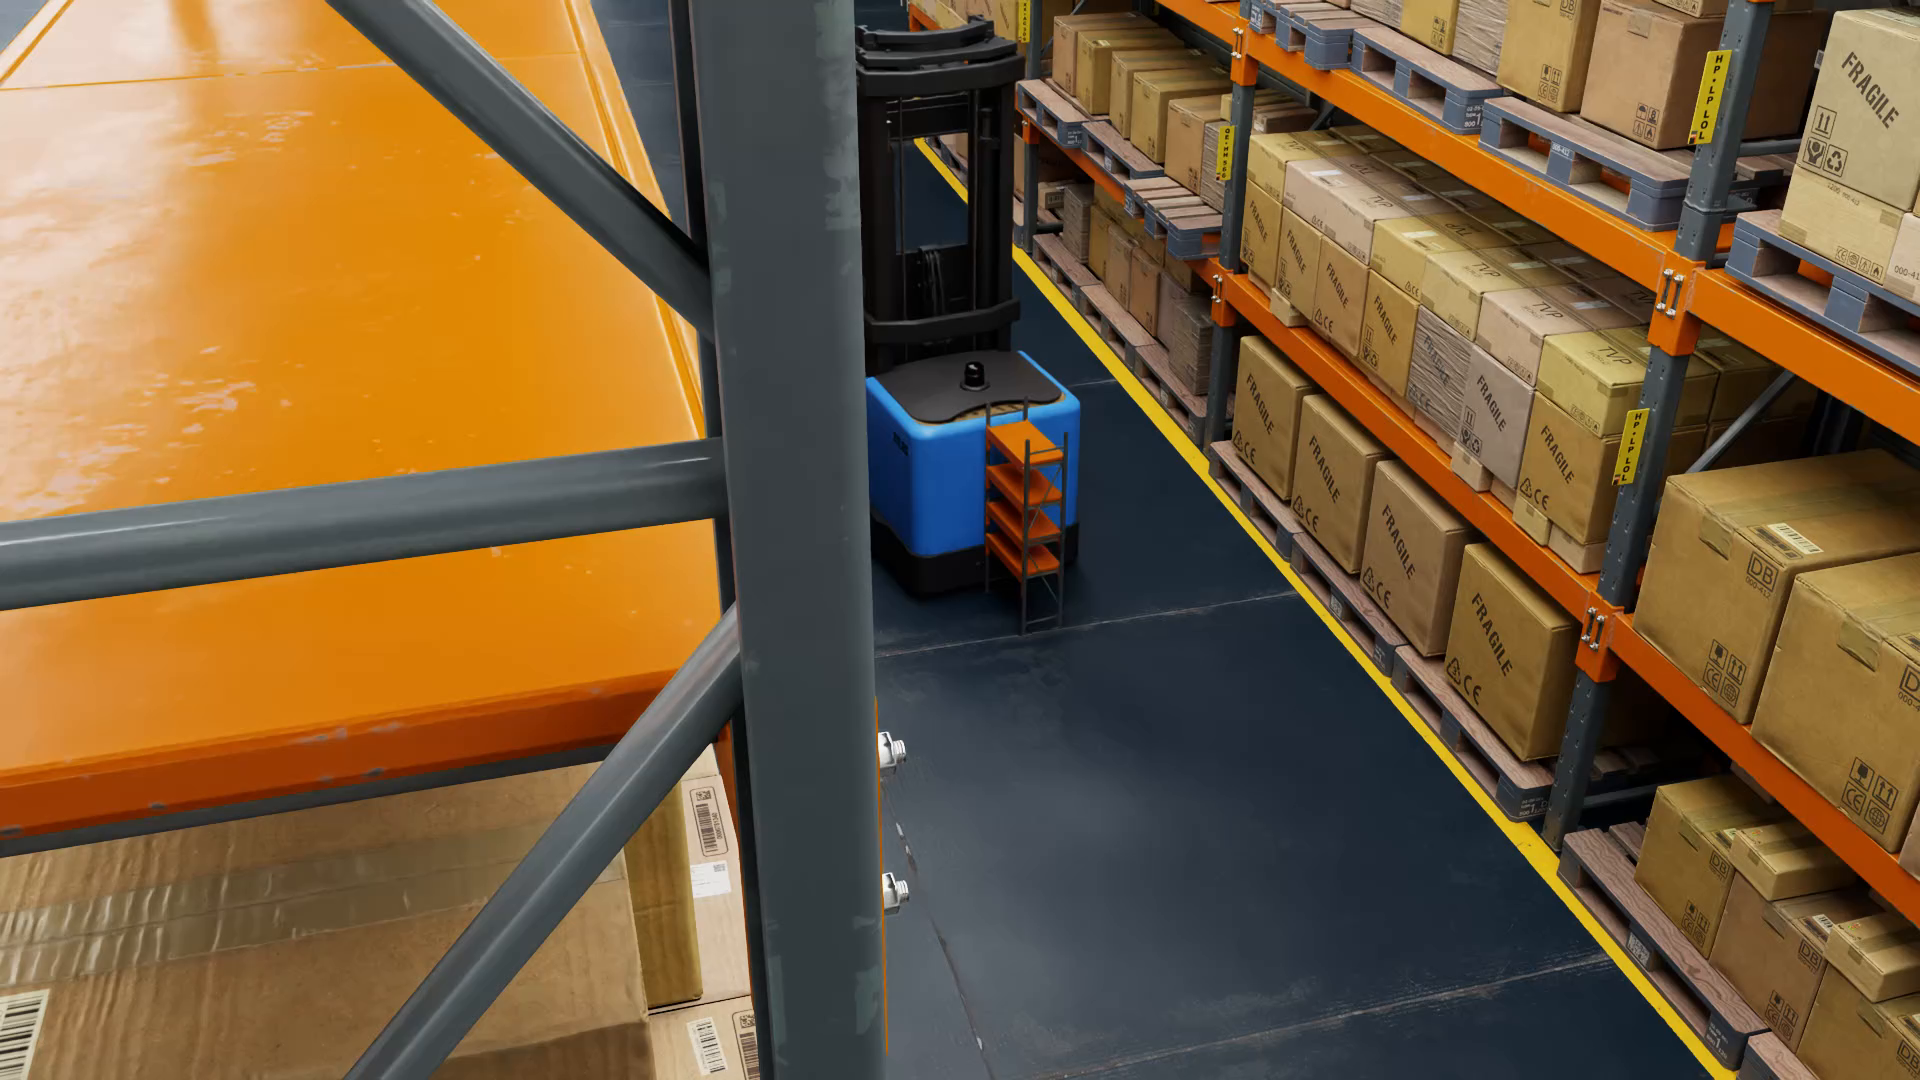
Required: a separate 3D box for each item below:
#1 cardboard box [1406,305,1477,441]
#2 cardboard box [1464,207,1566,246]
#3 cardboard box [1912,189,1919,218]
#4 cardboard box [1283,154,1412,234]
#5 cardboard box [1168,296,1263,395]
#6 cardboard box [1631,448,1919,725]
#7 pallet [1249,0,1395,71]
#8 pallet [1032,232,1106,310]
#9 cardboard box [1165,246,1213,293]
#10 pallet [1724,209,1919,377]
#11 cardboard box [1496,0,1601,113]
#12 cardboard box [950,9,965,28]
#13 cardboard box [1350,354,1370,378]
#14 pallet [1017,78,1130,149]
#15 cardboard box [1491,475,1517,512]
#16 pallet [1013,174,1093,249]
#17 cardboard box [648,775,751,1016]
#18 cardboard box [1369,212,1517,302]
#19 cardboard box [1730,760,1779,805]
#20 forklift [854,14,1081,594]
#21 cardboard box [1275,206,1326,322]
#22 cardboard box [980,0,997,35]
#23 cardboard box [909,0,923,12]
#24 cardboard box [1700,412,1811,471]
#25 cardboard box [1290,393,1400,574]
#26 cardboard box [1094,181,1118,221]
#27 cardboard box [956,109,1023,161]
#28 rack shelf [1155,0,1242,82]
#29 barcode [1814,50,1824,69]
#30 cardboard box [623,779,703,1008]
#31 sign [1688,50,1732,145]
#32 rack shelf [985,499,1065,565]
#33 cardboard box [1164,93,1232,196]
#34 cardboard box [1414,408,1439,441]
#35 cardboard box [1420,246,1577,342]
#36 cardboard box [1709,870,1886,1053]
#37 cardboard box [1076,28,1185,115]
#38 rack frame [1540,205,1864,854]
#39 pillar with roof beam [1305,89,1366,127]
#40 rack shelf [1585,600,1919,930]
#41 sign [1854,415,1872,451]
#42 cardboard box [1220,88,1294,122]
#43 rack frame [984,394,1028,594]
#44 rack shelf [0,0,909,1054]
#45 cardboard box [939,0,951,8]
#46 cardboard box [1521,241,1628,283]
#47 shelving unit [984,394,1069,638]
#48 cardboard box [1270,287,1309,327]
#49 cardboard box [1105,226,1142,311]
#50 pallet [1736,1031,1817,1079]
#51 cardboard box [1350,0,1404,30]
[{"bbox_3d":[2.525,-0.833,8.009,0.500,0.500,0.500,-8,31,-13],"label":"cardboard box"},{"bbox_3d":[2.872,-1.482,8.382,0.500,0.250,0.500,-9,31,-14],"label":"cardboard box"},{"bbox_3d":[3.222,-1.128,4.823,0.500,0.500,0.500,-8,31,-14],"label":"cardboard box"},{"bbox_3d":[2.114,-1.898,9.101,0.500,0.250,0.500,-8,31,-14],"label":"cardboard box"},{"bbox_3d":[1.857,-1.355,11.384,0.700,0.500,0.500,-7,31,-13],"label":"cardboard box"},{"bbox_3d":[3.289,0.160,6.410,0.980,0.700,0.700,-7,31,-13],"label":"cardboard box"},{"bbox_3d":[2.321,-2.818,9.050,1.213,0.211,1.003,-6,31,-11],"label":"pallet"},{"bbox_3d":[1.245,-2.255,13.666,1.003,0.211,1.213,-8,31,-13],"label":"pallet"},{"bbox_3d":[1.766,-1.963,11.686,0.500,0.250,0.500,-7,31,-12],"label":"cardboard box"},{"bbox_3d":[3.367,-0.837,5.527,1.003,0.211,1.213,-8,31,-13],"label":"pallet"},{"bbox_3d":[2.822,-2.206,7.264,0.700,0.500,0.500,-8,31,-14],"label":"cardboard box"},{"bbox_3d":[0.212,-4.695,15.229,0.500,0.250,0.500,-8,31,-13],"label":"cardboard box"},{"bbox_3d":[2.331,-0.998,8.942,0.380,0.149,0.250,-7,31,-13],"label":"cardboard box"},{"bbox_3d":[1.100,-3.366,12.994,1.003,0.211,1.213,-8,31,-13],"label":"pallet"},{"bbox_3d":[2.683,-0.249,7.648,0.380,0.149,0.250,-7,31,-12],"label":"cardboard box"},{"bbox_3d":[0.825,-2.951,14.868,1.003,0.211,1.213,-8,31,-13],"label":"pallet"},{"bbox_3d":[-0.564,0.644,2.531,0.500,0.250,0.500,-8,31,-13],"label":"cardboard box"},{"bbox_3d":[2.392,-1.411,8.260,0.500,0.250,0.500,-8,31,-14],"label":"cardboard box"},{"bbox_3d":[3.413,0.924,6.819,0.380,0.149,0.250,-8,31,-14],"label":"cardboard box"},{"bbox_3d":[-0.360,-1.689,9.973,1.130,2.935,3.031,-12,32,-20],"label":"forklift"},{"bbox_3d":[2.111,-1.564,9.272,0.500,0.500,0.500,-7,31,-12],"label":"cardboard box"},{"bbox_3d":[0.475,-4.534,14.200,0.500,0.500,0.500,-8,31,-14],"label":"cardboard box"},{"bbox_3d":[-0.201,-5.435,16.507,0.500,0.250,0.500,-9,31,-15],"label":"cardboard box"},{"bbox_3d":[3.281,-0.410,7.279,0.500,0.500,0.500,-9,31,-15],"label":"cardboard box"},{"bbox_3d":[2.394,-0.361,9.337,0.750,0.750,0.750,-8,31,-14],"label":"cardboard box"},{"bbox_3d":[1.369,-2.705,12.968,0.500,0.250,0.500,-8,31,-14],"label":"cardboard box"},{"bbox_3d":[0.370,-3.896,15.774,0.700,0.500,0.500,-10,31,-16],"label":"cardboard box"},{"bbox_3d":[1.568,-3.859,11.377,1.077,0.370,4.000,-8,31,-13],"label":"rack shelf"},{"bbox_3d":[3.340,-1.860,6.447,0.001,0.075,0.075,-5,30,-9],"label":"barcode"},{"bbox_3d":[-0.756,0.346,2.298,0.700,0.500,0.500,-8,31,-13],"label":"cardboard box"},{"bbox_3d":[2.640,-1.555,5.849,0.100,0.325,0.005,-8,31,-13],"label":"sign"},{"bbox_3d":[0.349,-0.066,9.032,0.258,0.148,0.480,-12,32,-20],"label":"rack shelf"},{"bbox_3d":[1.790,-2.631,10.994,0.700,0.500,0.500,-11,32,-18],"label":"cardboard box"},{"bbox_3d":[2.503,-0.619,8.287,0.380,0.149,0.250,-9,31,-15],"label":"cardboard box"},{"bbox_3d":[2.528,-1.165,7.835,0.500,0.250,0.500,-7,31,-12],"label":"cardboard box"},{"bbox_3d":[3.390,1.544,6.395,0.700,0.500,0.500,-8,31,-14],"label":"cardboard box"},{"bbox_3d":[1.281,-3.550,12.581,0.700,0.500,0.500,-5,30,-8],"label":"cardboard box"},{"bbox_3d":[3.160,0.026,6.942,1.000,3.000,0.127,-8,31,-13],"label":"rack frame"},{"bbox_3d":[-1.563,-4.673,9.071,9.100,9.000,0.400,-8,31,-13],"label":"pillar with roof beam"},{"bbox_3d":[3.691,1.303,5.453,1.077,0.370,4.000,-8,31,-13],"label":"rack shelf"},{"bbox_3d":[3.695,-0.457,6.834,0.100,0.325,0.005,-8,31,-13],"label":"sign"},{"bbox_3d":[1.878,-2.736,10.528,0.380,0.149,0.250,-13,33,-22],"label":"cardboard box"},{"bbox_3d":[0.252,-0.237,9.193,0.240,1.200,0.015,-12,32,-20],"label":"rack frame"},{"bbox_3d":[-1.084,-0.631,2.810,1.077,0.370,4.000,-8,31,-13],"label":"rack shelf"},{"bbox_3d":[0.065,-5.277,15.485,0.500,0.500,0.500,-9,31,-15],"label":"cardboard box"},{"bbox_3d":[3.006,-1.229,7.945,0.500,0.250,0.500,-9,31,-15],"label":"cardboard box"},{"bbox_3d":[0.349,-0.125,8.999,0.258,1.200,0.503,-12,32,-20],"label":"shelving unit"},{"bbox_3d":[2.010,-1.353,9.556,0.380,0.149,0.250,-7,31,-12],"label":"cardboard box"},{"bbox_3d":[1.530,-2.098,12.668,0.700,0.500,0.500,-8,31,-13],"label":"cardboard box"},{"bbox_3d":[3.614,2.201,5.968,1.003,0.211,1.213,-8,31,-13],"label":"pallet"},{"bbox_3d":[2.474,-2.962,8.571,0.700,0.500,0.500,-10,31,-16],"label":"cardboard box"}]
